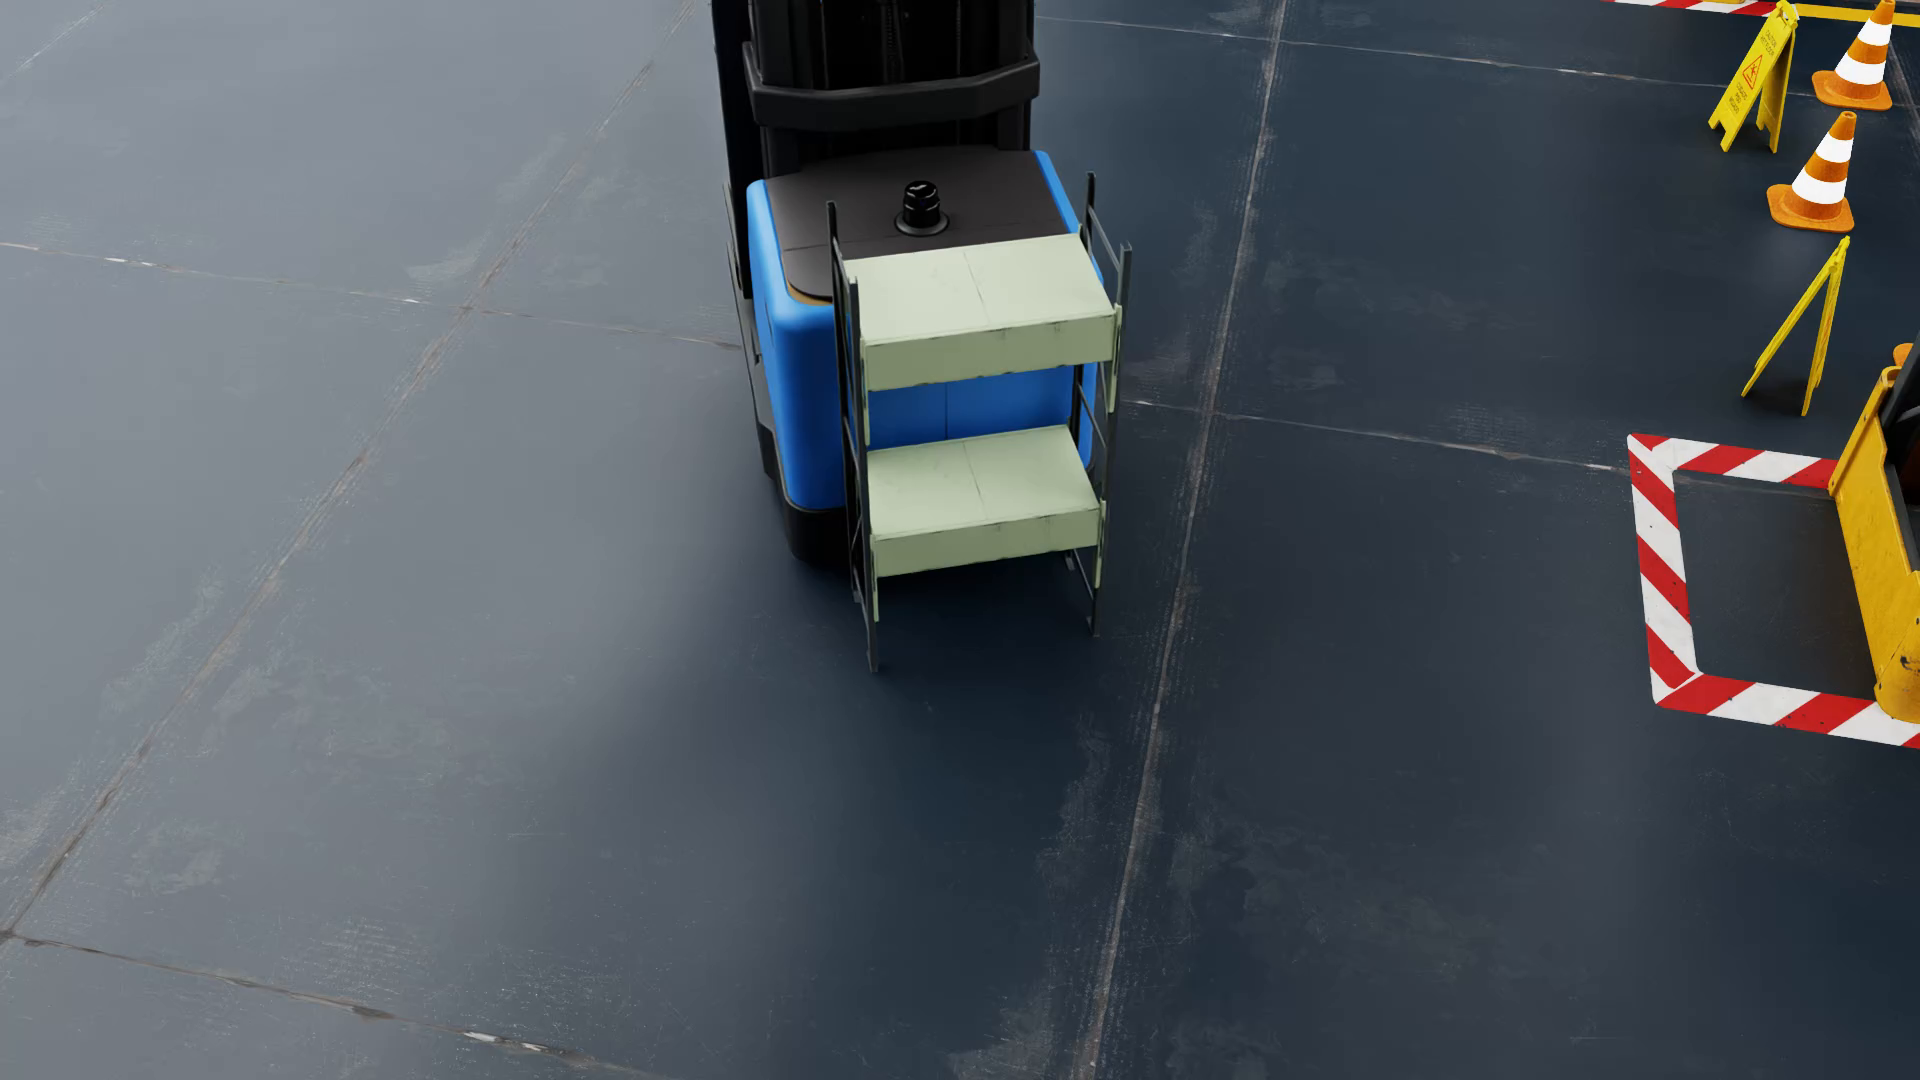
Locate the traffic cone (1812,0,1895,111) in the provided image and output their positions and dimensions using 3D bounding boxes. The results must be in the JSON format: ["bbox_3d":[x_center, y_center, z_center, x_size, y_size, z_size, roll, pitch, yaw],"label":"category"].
[{"bbox_3d":[4.279,-2.318,7.825,0.334,0.463,0.336,9,45,9],"label":"traffic cone"}]

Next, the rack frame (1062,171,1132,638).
[{"bbox_3d":[0.403,-0.358,5.040,0.023,1.500,0.400,-8,45,-9],"label":"rack frame"}]

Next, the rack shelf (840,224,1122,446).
[{"bbox_3d":[0.045,-0.586,4.715,0.720,0.370,0.431,-8,45,-9],"label":"rack shelf"}]

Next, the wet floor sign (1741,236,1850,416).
[{"bbox_3d":[3.136,-0.813,6.130,0.232,0.644,0.267,24,49,23],"label":"wet floor sign"}]

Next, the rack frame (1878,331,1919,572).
[{"bbox_3d":[3.088,-0.909,4.531,0.127,3.000,1.000,9,45,9],"label":"rack frame"}]

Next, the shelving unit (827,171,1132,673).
[{"bbox_3d":[0.045,-0.305,4.986,0.755,1.500,0.431,-8,45,-9],"label":"shelving unit"}]

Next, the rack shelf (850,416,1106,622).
[{"bbox_3d":[0.045,-0.070,5.212,0.720,0.370,0.431,-8,45,-9],"label":"rack shelf"}]

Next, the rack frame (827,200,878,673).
[{"bbox_3d":[-0.313,-0.253,4.931,0.023,1.500,0.400,-8,45,-9],"label":"rack frame"}]

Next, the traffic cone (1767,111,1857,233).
[{"bbox_3d":[3.700,-1.605,7.084,0.334,0.463,0.336,9,45,9],"label":"traffic cone"}]

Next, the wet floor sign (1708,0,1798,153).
[{"bbox_3d":[3.610,-2.090,7.456,0.232,0.644,0.267,2,44,2],"label":"wet floor sign"}]

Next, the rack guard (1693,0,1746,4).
[{"bbox_3d":[4.047,-3.377,8.898,0.348,0.500,1.175,9,45,9],"label":"rack guard"}]

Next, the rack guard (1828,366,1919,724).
[{"bbox_3d":[3.162,0.003,5.386,0.348,0.500,1.175,9,45,9],"label":"rack guard"}]

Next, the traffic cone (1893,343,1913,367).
[{"bbox_3d":[3.790,-0.802,6.250,0.334,0.463,0.336,9,45,9],"label":"traffic cone"}]

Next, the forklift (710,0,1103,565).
[{"bbox_3d":[-0.339,-2.008,5.723,1.130,2.935,3.031,-8,44,-8],"label":"forklift"}]
